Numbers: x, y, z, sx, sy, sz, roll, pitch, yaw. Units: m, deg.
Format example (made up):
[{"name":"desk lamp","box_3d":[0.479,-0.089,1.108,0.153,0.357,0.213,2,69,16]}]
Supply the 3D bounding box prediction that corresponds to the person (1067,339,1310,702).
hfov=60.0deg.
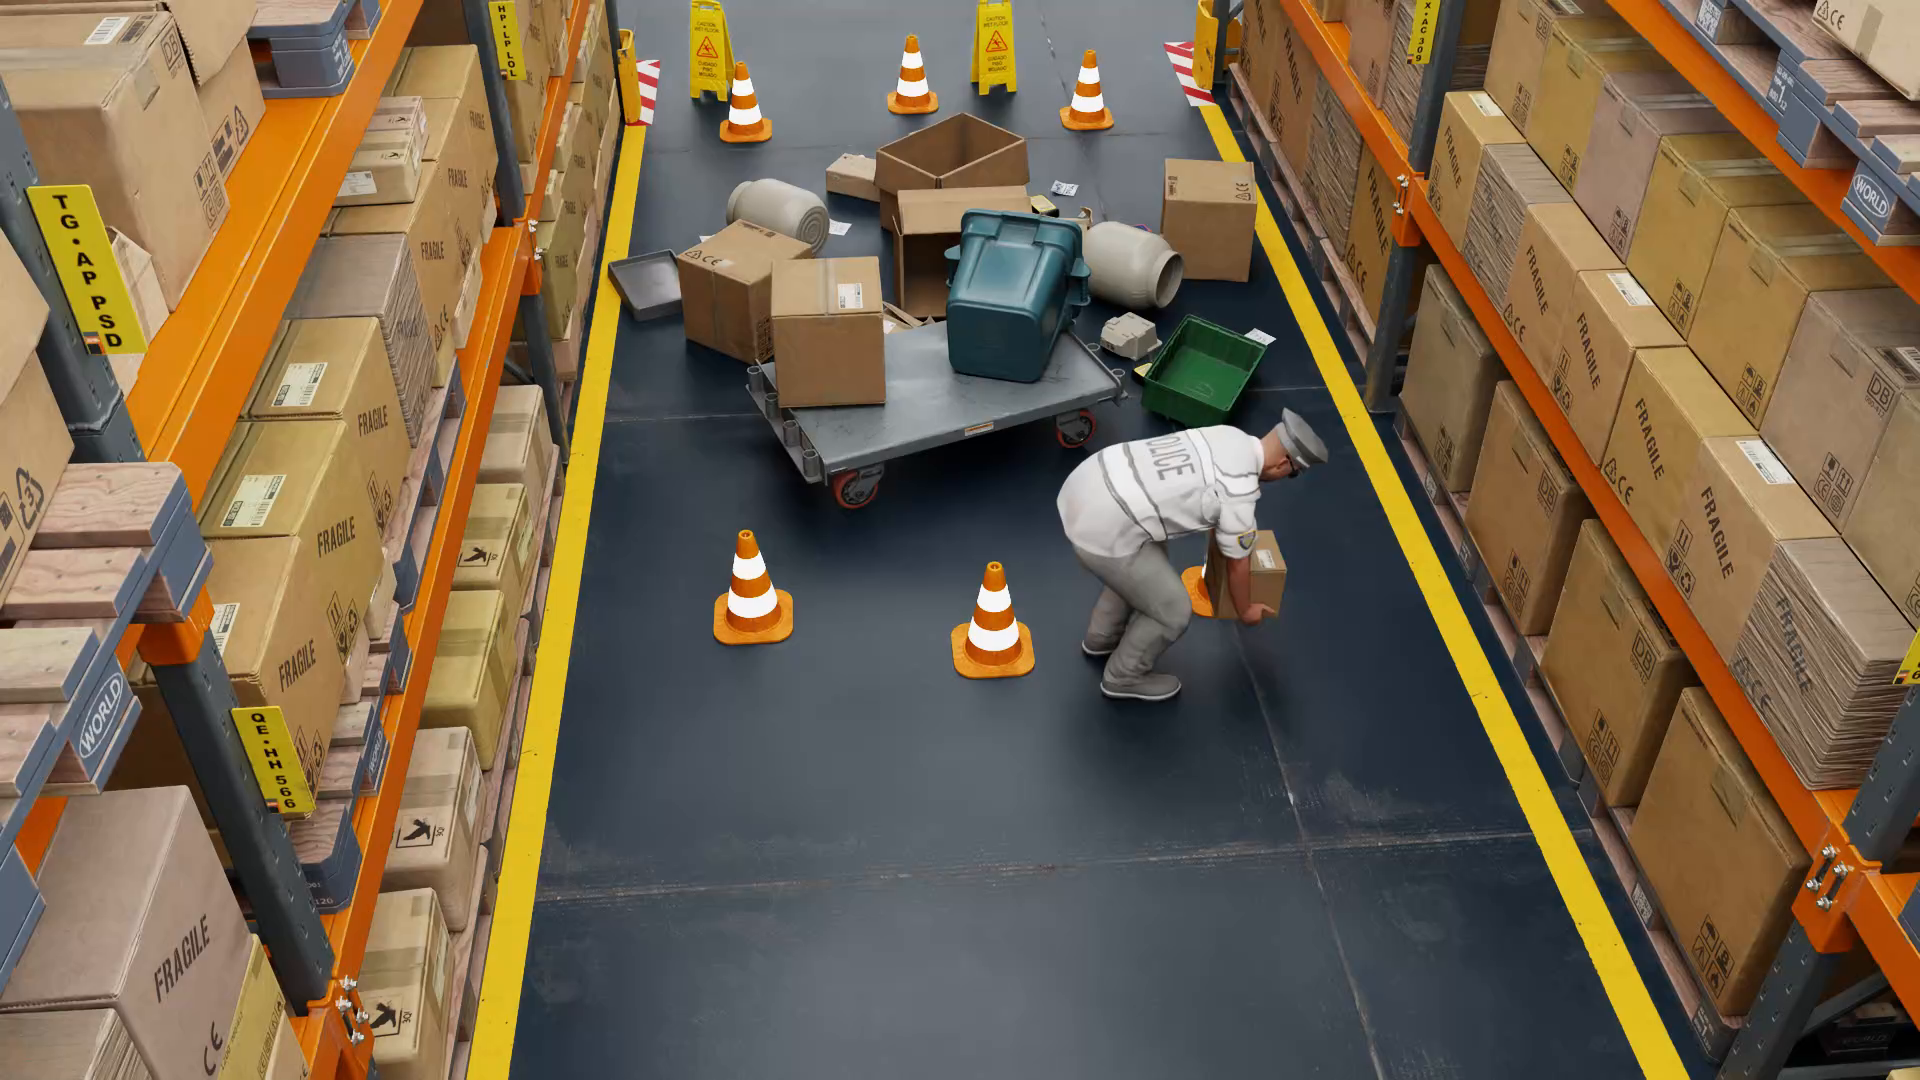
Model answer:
[{"name":"person","box_3d":[0.856,-0.068,6.416,0.833,1.529,0.478,-4,39,-5]}]
